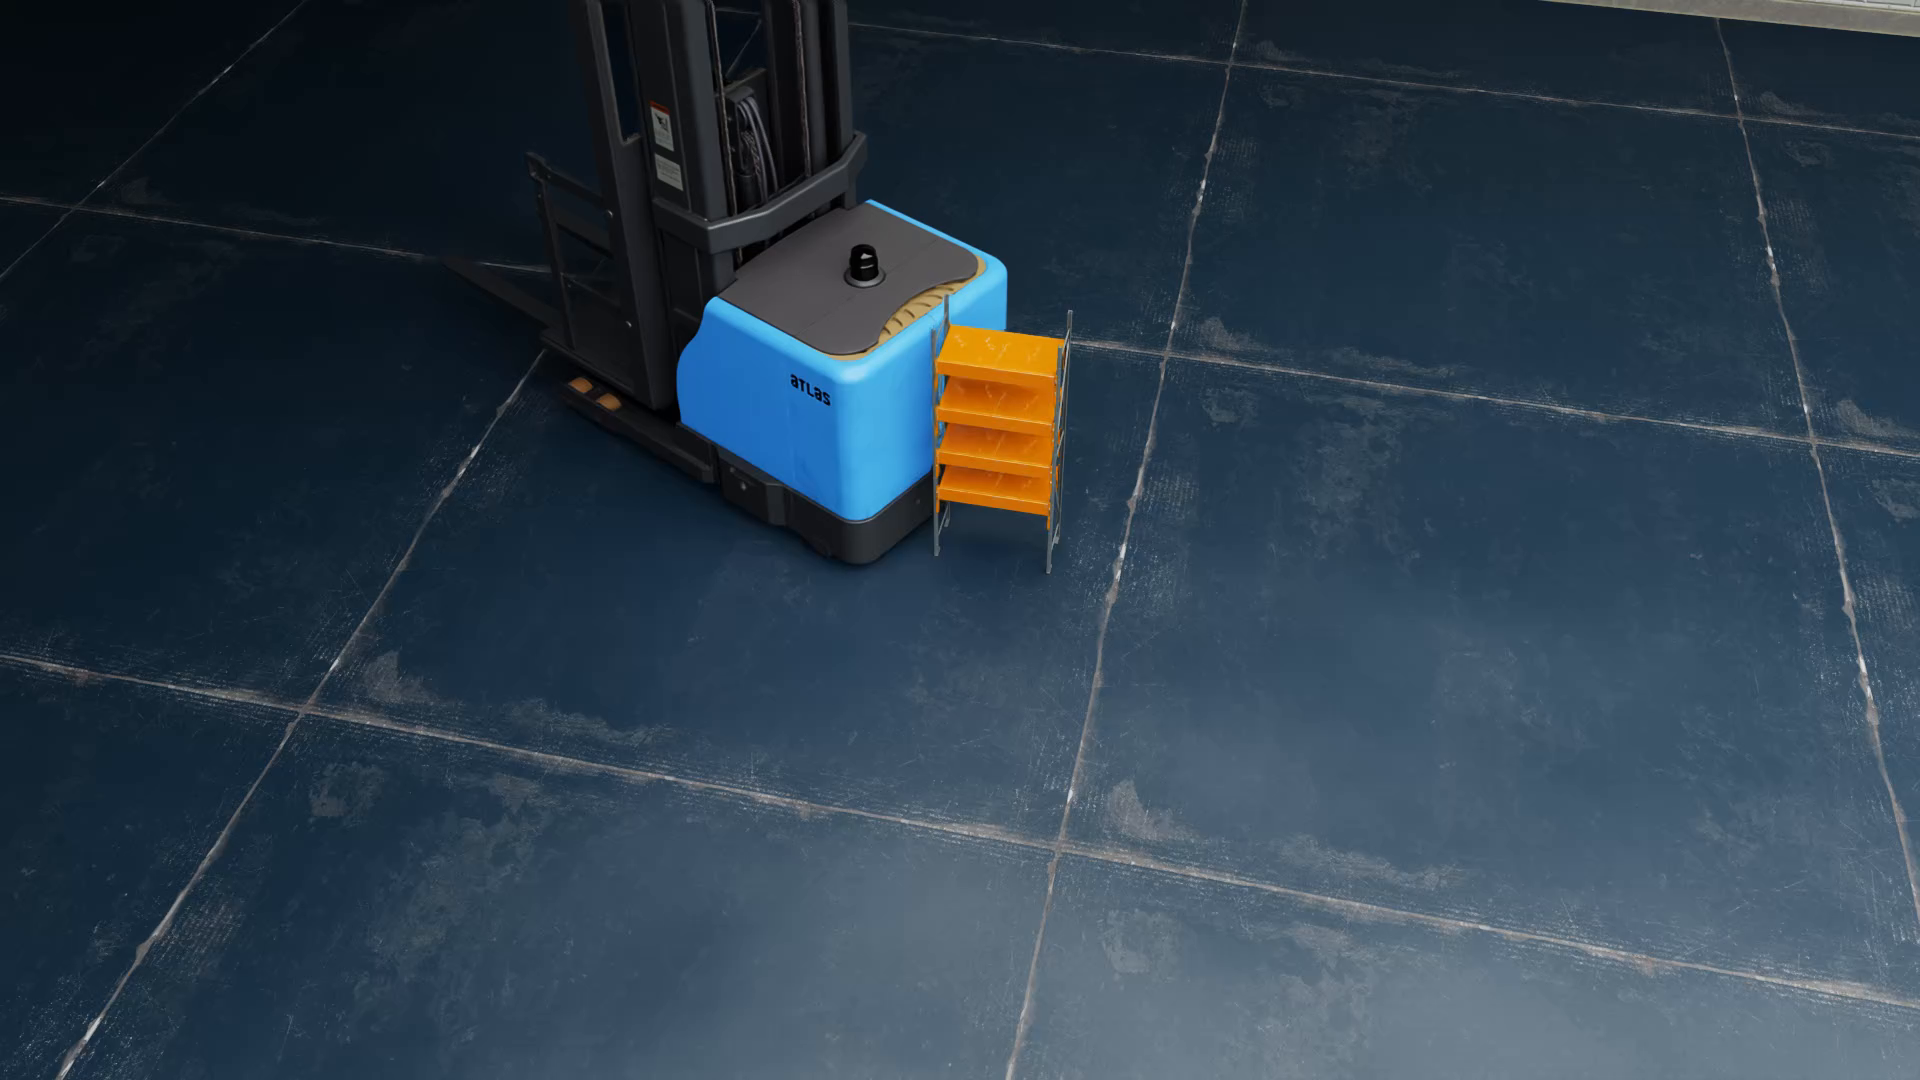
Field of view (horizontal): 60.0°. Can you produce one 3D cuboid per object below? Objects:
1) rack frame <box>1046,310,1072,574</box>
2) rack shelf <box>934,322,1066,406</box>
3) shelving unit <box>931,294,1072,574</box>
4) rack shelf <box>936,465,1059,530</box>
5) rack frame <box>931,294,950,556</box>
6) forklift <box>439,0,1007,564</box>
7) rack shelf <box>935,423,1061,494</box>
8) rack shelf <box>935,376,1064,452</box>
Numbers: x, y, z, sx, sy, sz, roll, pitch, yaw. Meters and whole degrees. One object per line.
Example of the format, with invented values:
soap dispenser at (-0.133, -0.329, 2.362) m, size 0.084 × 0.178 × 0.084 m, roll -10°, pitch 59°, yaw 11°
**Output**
rack frame at (0.400, -0.370, 6.730) m, size 0.015 × 1.200 × 0.240 m, roll 9°, pitch 45°, yaw 9°
rack shelf at (0.162, -0.690, 6.495) m, size 0.480 × 0.148 × 0.258 m, roll 9°, pitch 45°, yaw 9°
shelving unit at (0.162, -0.407, 6.768) m, size 0.503 × 1.200 × 0.258 m, roll 9°, pitch 45°, yaw 9°
rack shelf at (0.162, -0.216, 6.952) m, size 0.480 × 0.148 × 0.258 m, roll 9°, pitch 45°, yaw 9°
rack frame at (-0.077, -0.444, 6.806) m, size 0.015 × 1.200 × 0.240 m, roll 9°, pitch 45°, yaw 9°
forklift at (-1.246, -1.821, 6.989) m, size 3.031 × 2.935 × 1.130 m, roll 30°, pitch 51°, yaw 27°
rack shelf at (0.162, -0.359, 6.815) m, size 0.480 × 0.148 × 0.258 m, roll 9°, pitch 45°, yaw 9°
rack shelf at (0.162, -0.520, 6.659) m, size 0.480 × 0.148 × 0.258 m, roll 9°, pitch 45°, yaw 9°
